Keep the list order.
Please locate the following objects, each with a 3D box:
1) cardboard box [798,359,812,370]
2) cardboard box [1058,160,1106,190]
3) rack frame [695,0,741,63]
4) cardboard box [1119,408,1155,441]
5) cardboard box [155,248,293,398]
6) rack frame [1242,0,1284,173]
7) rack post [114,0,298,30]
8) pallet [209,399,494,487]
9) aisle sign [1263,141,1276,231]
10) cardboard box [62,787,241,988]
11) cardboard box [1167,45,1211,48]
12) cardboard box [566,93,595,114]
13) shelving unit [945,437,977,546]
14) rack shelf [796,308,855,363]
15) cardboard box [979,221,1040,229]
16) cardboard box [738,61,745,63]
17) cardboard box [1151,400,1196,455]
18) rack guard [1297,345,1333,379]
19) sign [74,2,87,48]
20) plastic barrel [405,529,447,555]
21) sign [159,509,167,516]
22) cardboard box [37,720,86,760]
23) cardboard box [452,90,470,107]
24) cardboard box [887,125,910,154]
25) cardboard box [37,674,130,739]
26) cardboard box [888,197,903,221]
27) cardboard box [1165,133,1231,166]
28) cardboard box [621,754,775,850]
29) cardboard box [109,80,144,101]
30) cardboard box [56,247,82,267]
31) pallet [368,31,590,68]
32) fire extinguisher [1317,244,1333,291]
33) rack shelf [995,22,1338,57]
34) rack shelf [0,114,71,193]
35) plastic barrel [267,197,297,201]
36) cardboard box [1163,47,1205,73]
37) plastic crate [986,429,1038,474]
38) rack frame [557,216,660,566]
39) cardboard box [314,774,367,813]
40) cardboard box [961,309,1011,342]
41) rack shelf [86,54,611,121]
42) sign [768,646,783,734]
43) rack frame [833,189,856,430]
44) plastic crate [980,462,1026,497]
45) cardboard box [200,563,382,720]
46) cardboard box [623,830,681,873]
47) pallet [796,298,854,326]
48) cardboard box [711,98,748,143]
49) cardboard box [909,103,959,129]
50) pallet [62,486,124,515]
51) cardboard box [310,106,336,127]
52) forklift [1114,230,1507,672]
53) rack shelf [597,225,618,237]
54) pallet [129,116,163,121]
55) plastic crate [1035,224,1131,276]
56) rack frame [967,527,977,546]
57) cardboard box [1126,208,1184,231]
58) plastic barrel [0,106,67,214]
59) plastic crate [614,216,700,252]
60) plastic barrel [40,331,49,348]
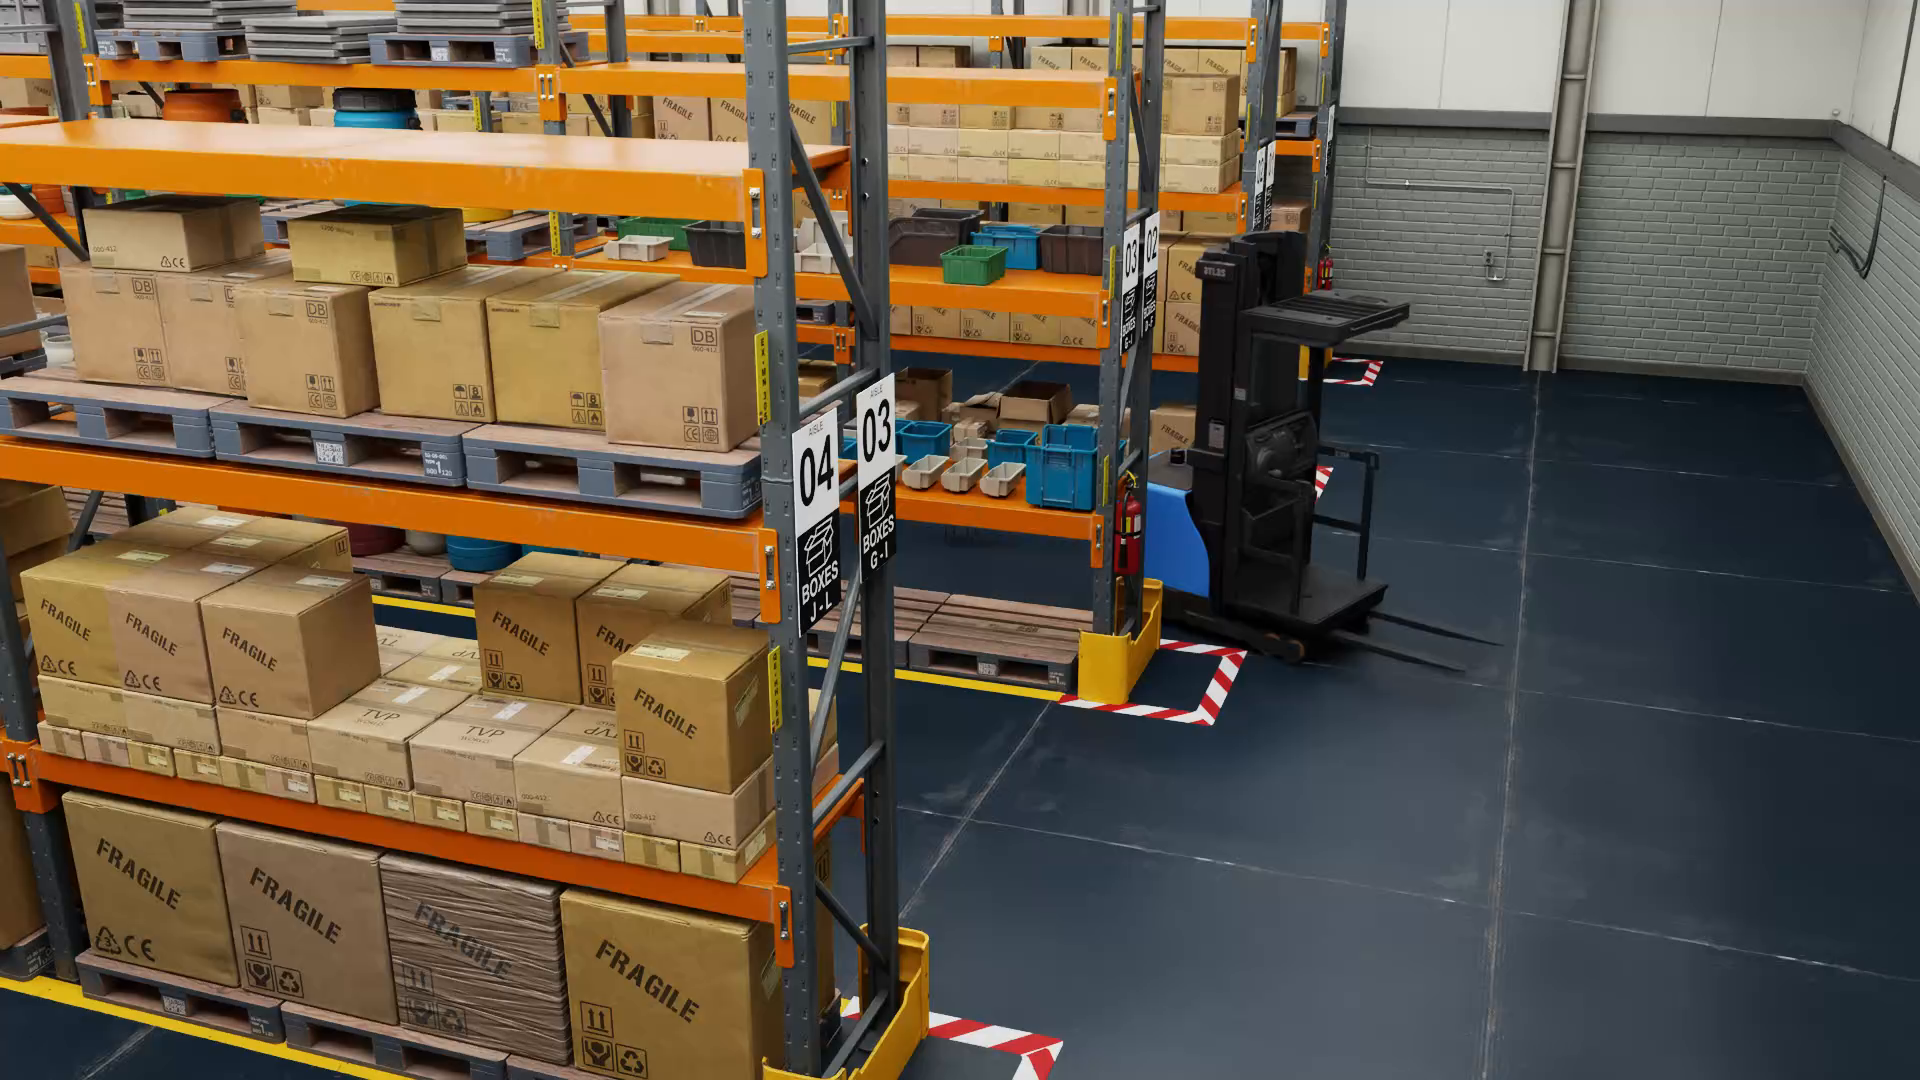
[{"bbox_3d":[-1.913,-1.664,17.922,0.500,0.500,0.500,7,20,19],"label":"cardboard box"},{"bbox_3d":[1.233,-3.449,15.584,0.500,0.250,0.500,7,20,18],"label":"cardboard box"},{"bbox_3d":[-3.185,-7.260,21.733,0.127,3.000,1.000,7,20,18],"label":"rack frame"},{"bbox_3d":[1.857,-1.133,16.778,0.500,0.250,0.500,7,20,18],"label":"cardboard box"},{"bbox_3d":[-3.017,-0.959,7.270,0.500,0.500,0.700,8,21,21],"label":"cardboard box"},{"bbox_3d":[2.750,-4.855,14.834,0.127,3.000,1.000,7,20,18],"label":"rack frame"},{"bbox_3d":[-5.738,-4.079,12.720,0.937,0.300,0.954,7,20,18],"label":"rack post"},{"bbox_3d":[-2.365,-0.525,7.104,1.213,0.211,1.003,7,20,18],"label":"pallet"},{"bbox_3d":[2.911,-3.334,15.634,0.004,0.787,0.394,7,20,18],"label":"aisle sign"},{"bbox_3d":[-3.686,1.526,8.230,0.875,0.875,0.875,7,20,18],"label":"cardboard box"},{"bbox_3d":[2.788,-5.776,20.331,0.500,0.500,0.500,6,20,18],"label":"cardboard box"},{"bbox_3d":[-3.915,-4.718,17.327,0.500,0.500,0.500,7,20,18],"label":"cardboard box"},{"bbox_3d":[0.008,-0.424,14.426,0.210,0.900,0.258,7,20,18],"label":"shelving unit"},{"bbox_3d":[-2.918,-2.331,17.799,4.000,0.370,1.077,7,20,18],"label":"rack shelf"},{"bbox_3d":[0.495,-2.891,16.641,0.500,0.500,0.500,7,20,18],"label":"cardboard box"},{"bbox_3d":[-2.716,-6.065,22.041,0.500,0.500,0.700,5,20,14],"label":"cardboard box"},{"bbox_3d":[2.156,-1.032,16.109,0.500,0.500,0.500,7,20,18],"label":"cardboard box"},{"bbox_3d":[4.395,-2.380,20.645,0.348,0.500,1.175,7,20,18],"label":"rack guard"},{"bbox_3d":[-6.610,-3.856,12.456,0.005,0.325,0.100,7,20,18],"label":"sign"},{"bbox_3d":[-4.339,-0.168,13.642,0.421,0.512,0.421,0,19,0],"label":"plastic barrel"},{"bbox_3d":[-4.102,0.006,8.566,0.005,0.325,0.100,7,20,18],"label":"sign"},{"bbox_3d":[-4.113,0.879,7.879,0.250,0.149,0.380,7,20,18],"label":"cardboard box"},{"bbox_3d":[-7.343,-6.464,23.823,0.500,0.500,0.500,7,20,20],"label":"cardboard box"},{"bbox_3d":[-0.651,-3.906,16.137,0.500,0.250,0.500,7,20,18],"label":"cardboard box"},{"bbox_3d":[-3.925,0.688,7.822,0.500,0.250,0.500,6,20,17],"label":"cardboard box"},{"bbox_3d":[-0.882,-4.273,21.642,0.500,0.500,0.500,7,20,18],"label":"cardboard box"},{"bbox_3d":[2.181,-3.580,15.202,0.500,0.250,0.500,7,20,18],"label":"cardboard box"},{"bbox_3d":[-1.049,1.018,6.875,0.500,0.250,0.500,6,20,17],"label":"cardboard box"},{"bbox_3d":[-10.100,-5.265,19.560,0.637,0.503,0.797,9,21,24],"label":"cardboard box"},{"bbox_3d":[-10.464,-3.577,20.129,0.500,0.500,0.700,7,20,20],"label":"cardboard box"},{"bbox_3d":[-3.449,-3.549,11.982,1.213,0.211,1.003,7,20,18],"label":"pallet"},{"bbox_3d":[4.363,-3.191,19.857,0.183,0.674,0.296,7,20,18],"label":"fire extinguisher"},{"bbox_3d":[2.483,-6.083,20.057,4.000,0.370,1.077,7,20,18],"label":"rack shelf"},{"bbox_3d":[-6.172,-1.895,8.042,4.000,0.370,1.077,7,20,18],"label":"rack shelf"},{"bbox_3d":[-5.375,-2.826,13.141,0.301,0.262,0.301,0,19,0],"label":"plastic barrel"},{"bbox_3d":[2.627,-5.614,19.865,0.500,0.500,0.500,6,20,16],"label":"cardboard box"},{"bbox_3d":[0.374,-0.632,11.996,0.300,0.233,0.416,7,20,18],"label":"plastic crate"},{"bbox_3d":[-2.657,-0.915,12.644,0.127,3.000,1.000,7,20,18],"label":"rack frame"},{"bbox_3d":[-2.639,1.047,7.397,0.250,0.149,0.380,6,20,16],"label":"cardboard box"},{"bbox_3d":[0.320,-2.253,16.330,0.500,0.500,0.500,6,20,18],"label":"cardboard box"},{"bbox_3d":[-4.547,-3.435,12.460,4.000,0.370,1.077,7,20,18],"label":"rack shelf"},{"bbox_3d":[-0.696,0.566,6.277,0.005,0.325,0.100,7,20,18],"label":"sign"},{"bbox_3d":[-1.028,-2.455,17.061,0.127,3.000,1.000,7,20,18],"label":"rack frame"},{"bbox_3d":[0.291,-0.418,11.529,0.243,0.136,0.396,7,20,18],"label":"plastic crate"},{"bbox_3d":[-2.959,0.443,7.385,0.500,0.500,0.500,6,20,16],"label":"cardboard box"},{"bbox_3d":[-1.195,1.212,6.923,0.250,0.149,0.380,7,20,19],"label":"cardboard box"},{"bbox_3d":[-1.747,-2.484,17.437,1.213,0.211,1.003,7,20,18],"label":"pallet"},{"bbox_3d":[-2.119,-4.306,16.874,0.600,0.600,0.600,6,20,17],"label":"cardboard box"},{"bbox_3d":[-0.131,-4.252,15.988,0.500,0.500,0.700,7,20,18],"label":"cardboard box"},{"bbox_3d":[-8.303,-0.258,14.996,1.213,0.211,1.003,7,20,18],"label":"pallet"},{"bbox_3d":[-6.799,-4.637,18.354,0.500,0.250,0.500,5,20,13],"label":"cardboard box"},{"bbox_3d":[2.525,-0.689,12.099,3.031,2.935,1.130,16,25,38],"label":"forklift"},{"bbox_3d":[-5.074,-4.304,23.458,4.000,0.370,1.077,7,20,18],"label":"rack shelf"},{"bbox_3d":[-9.399,-4.777,19.302,1.213,0.211,1.003,7,20,18],"label":"pallet"},{"bbox_3d":[0.849,-1.966,11.300,0.590,0.269,0.497,7,20,18],"label":"plastic crate"},{"bbox_3d":[0.104,-0.413,14.394,0.006,0.900,0.240,7,20,18],"label":"rack frame"},{"bbox_3d":[2.479,-3.917,20.801,0.700,0.700,0.980,6,20,15],"label":"cardboard box"},{"bbox_3d":[-7.758,-3.193,13.969,0.708,0.830,0.600,7,20,18],"label":"plastic barrel"},{"bbox_3d":[-2.158,-2.279,12.323,0.662,0.188,0.450,7,20,18],"label":"plastic crate"},{"bbox_3d":[-7.876,-1.490,14.123,0.421,0.512,0.421,0,19,0],"label":"plastic barrel"}]
